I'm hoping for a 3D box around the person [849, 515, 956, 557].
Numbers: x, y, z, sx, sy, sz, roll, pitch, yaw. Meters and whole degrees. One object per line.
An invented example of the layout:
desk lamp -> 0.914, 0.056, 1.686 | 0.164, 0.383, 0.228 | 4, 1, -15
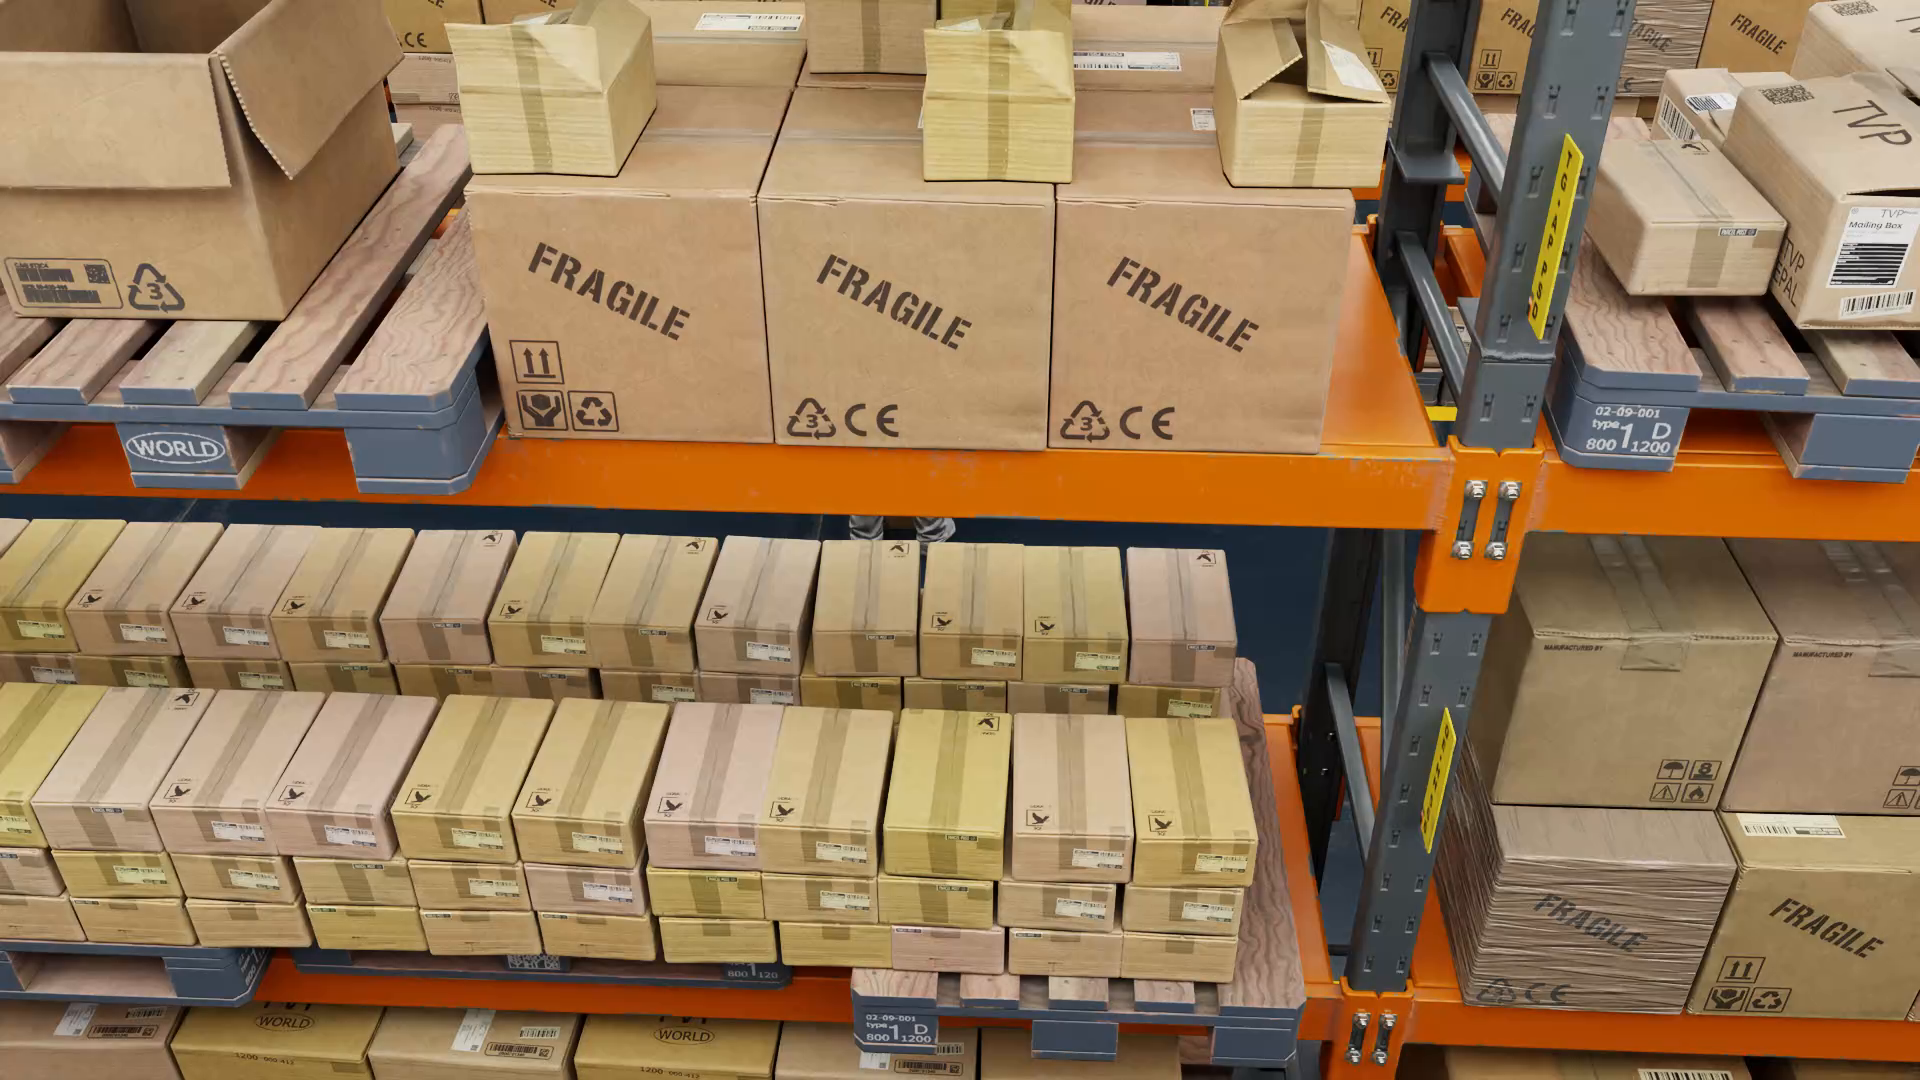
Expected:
person -> -0.310, -0.708, 7.135 | 0.619, 1.772, 0.450 | 0, 35, -1
